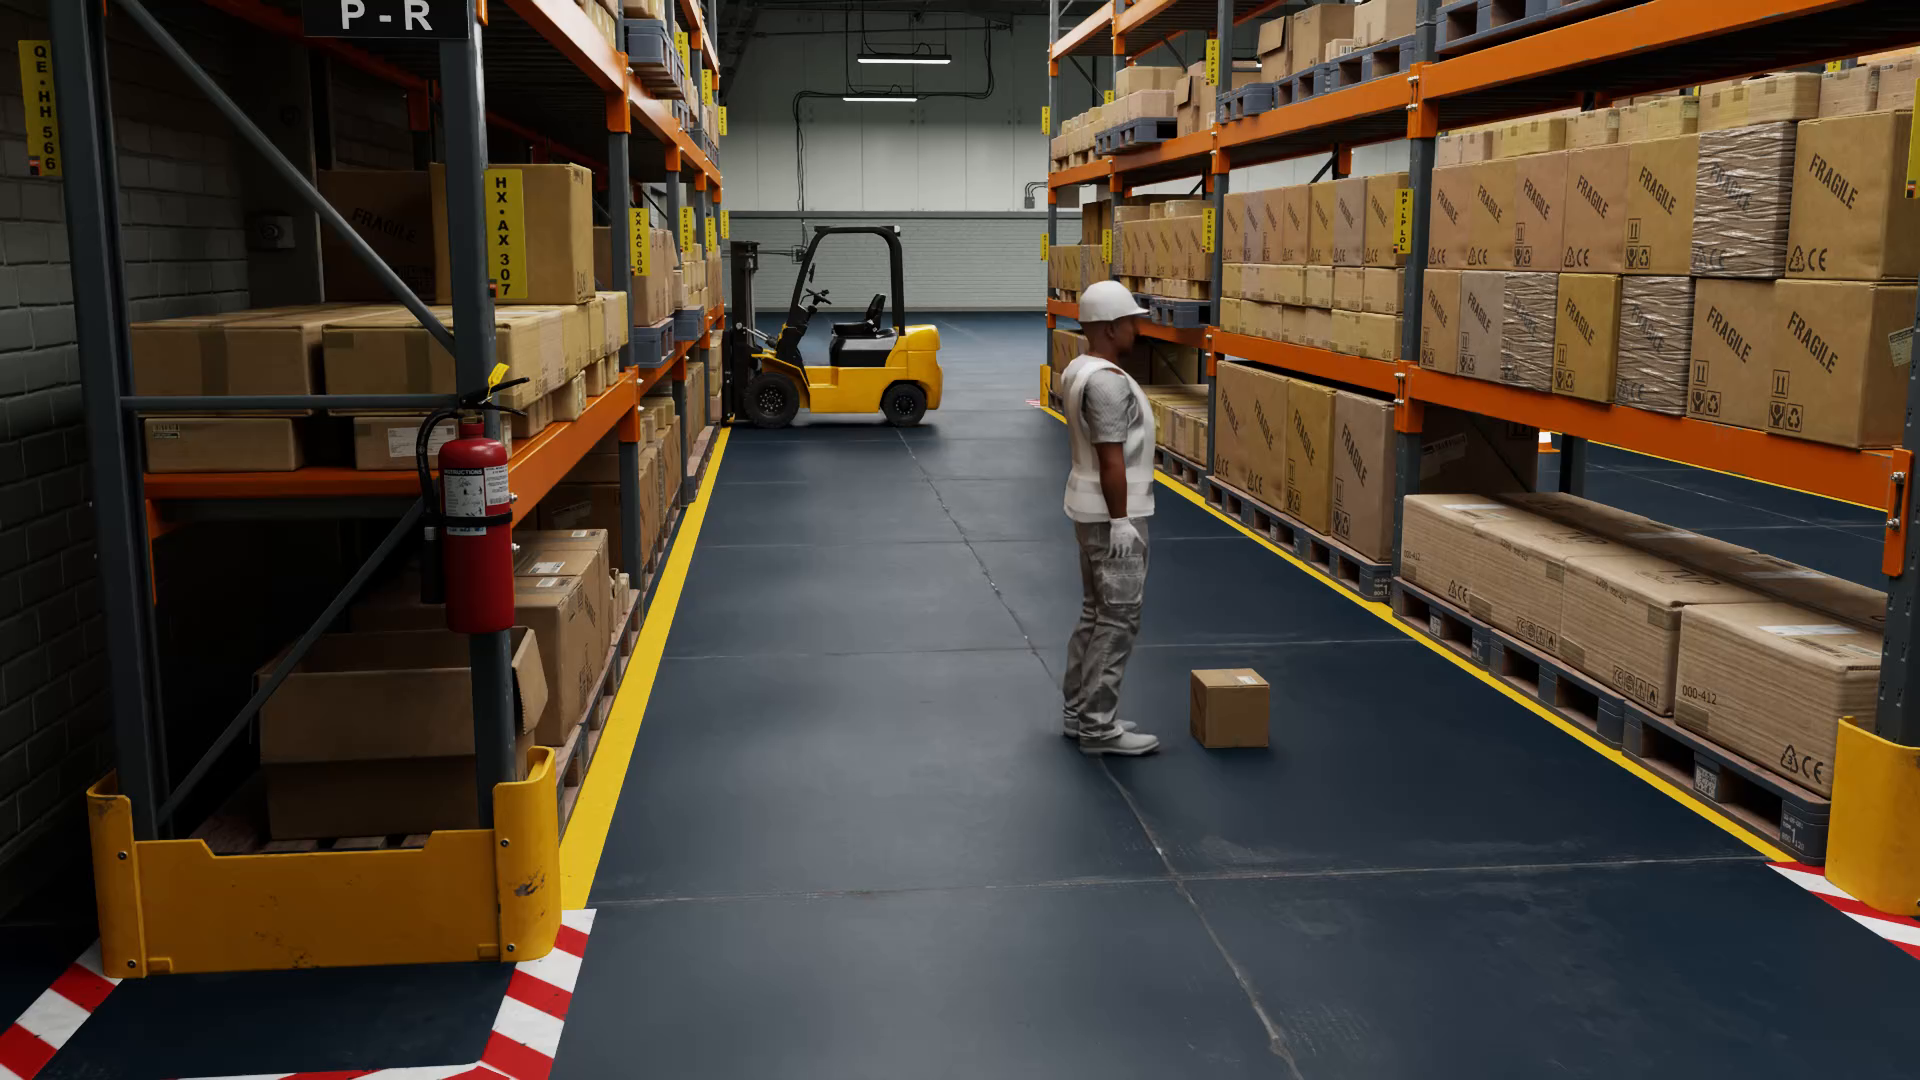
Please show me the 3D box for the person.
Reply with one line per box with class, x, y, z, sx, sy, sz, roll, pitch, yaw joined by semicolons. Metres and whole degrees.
person;0.570;-0.082;6.347;0.361;1.790;0.545;-1;10;-5
